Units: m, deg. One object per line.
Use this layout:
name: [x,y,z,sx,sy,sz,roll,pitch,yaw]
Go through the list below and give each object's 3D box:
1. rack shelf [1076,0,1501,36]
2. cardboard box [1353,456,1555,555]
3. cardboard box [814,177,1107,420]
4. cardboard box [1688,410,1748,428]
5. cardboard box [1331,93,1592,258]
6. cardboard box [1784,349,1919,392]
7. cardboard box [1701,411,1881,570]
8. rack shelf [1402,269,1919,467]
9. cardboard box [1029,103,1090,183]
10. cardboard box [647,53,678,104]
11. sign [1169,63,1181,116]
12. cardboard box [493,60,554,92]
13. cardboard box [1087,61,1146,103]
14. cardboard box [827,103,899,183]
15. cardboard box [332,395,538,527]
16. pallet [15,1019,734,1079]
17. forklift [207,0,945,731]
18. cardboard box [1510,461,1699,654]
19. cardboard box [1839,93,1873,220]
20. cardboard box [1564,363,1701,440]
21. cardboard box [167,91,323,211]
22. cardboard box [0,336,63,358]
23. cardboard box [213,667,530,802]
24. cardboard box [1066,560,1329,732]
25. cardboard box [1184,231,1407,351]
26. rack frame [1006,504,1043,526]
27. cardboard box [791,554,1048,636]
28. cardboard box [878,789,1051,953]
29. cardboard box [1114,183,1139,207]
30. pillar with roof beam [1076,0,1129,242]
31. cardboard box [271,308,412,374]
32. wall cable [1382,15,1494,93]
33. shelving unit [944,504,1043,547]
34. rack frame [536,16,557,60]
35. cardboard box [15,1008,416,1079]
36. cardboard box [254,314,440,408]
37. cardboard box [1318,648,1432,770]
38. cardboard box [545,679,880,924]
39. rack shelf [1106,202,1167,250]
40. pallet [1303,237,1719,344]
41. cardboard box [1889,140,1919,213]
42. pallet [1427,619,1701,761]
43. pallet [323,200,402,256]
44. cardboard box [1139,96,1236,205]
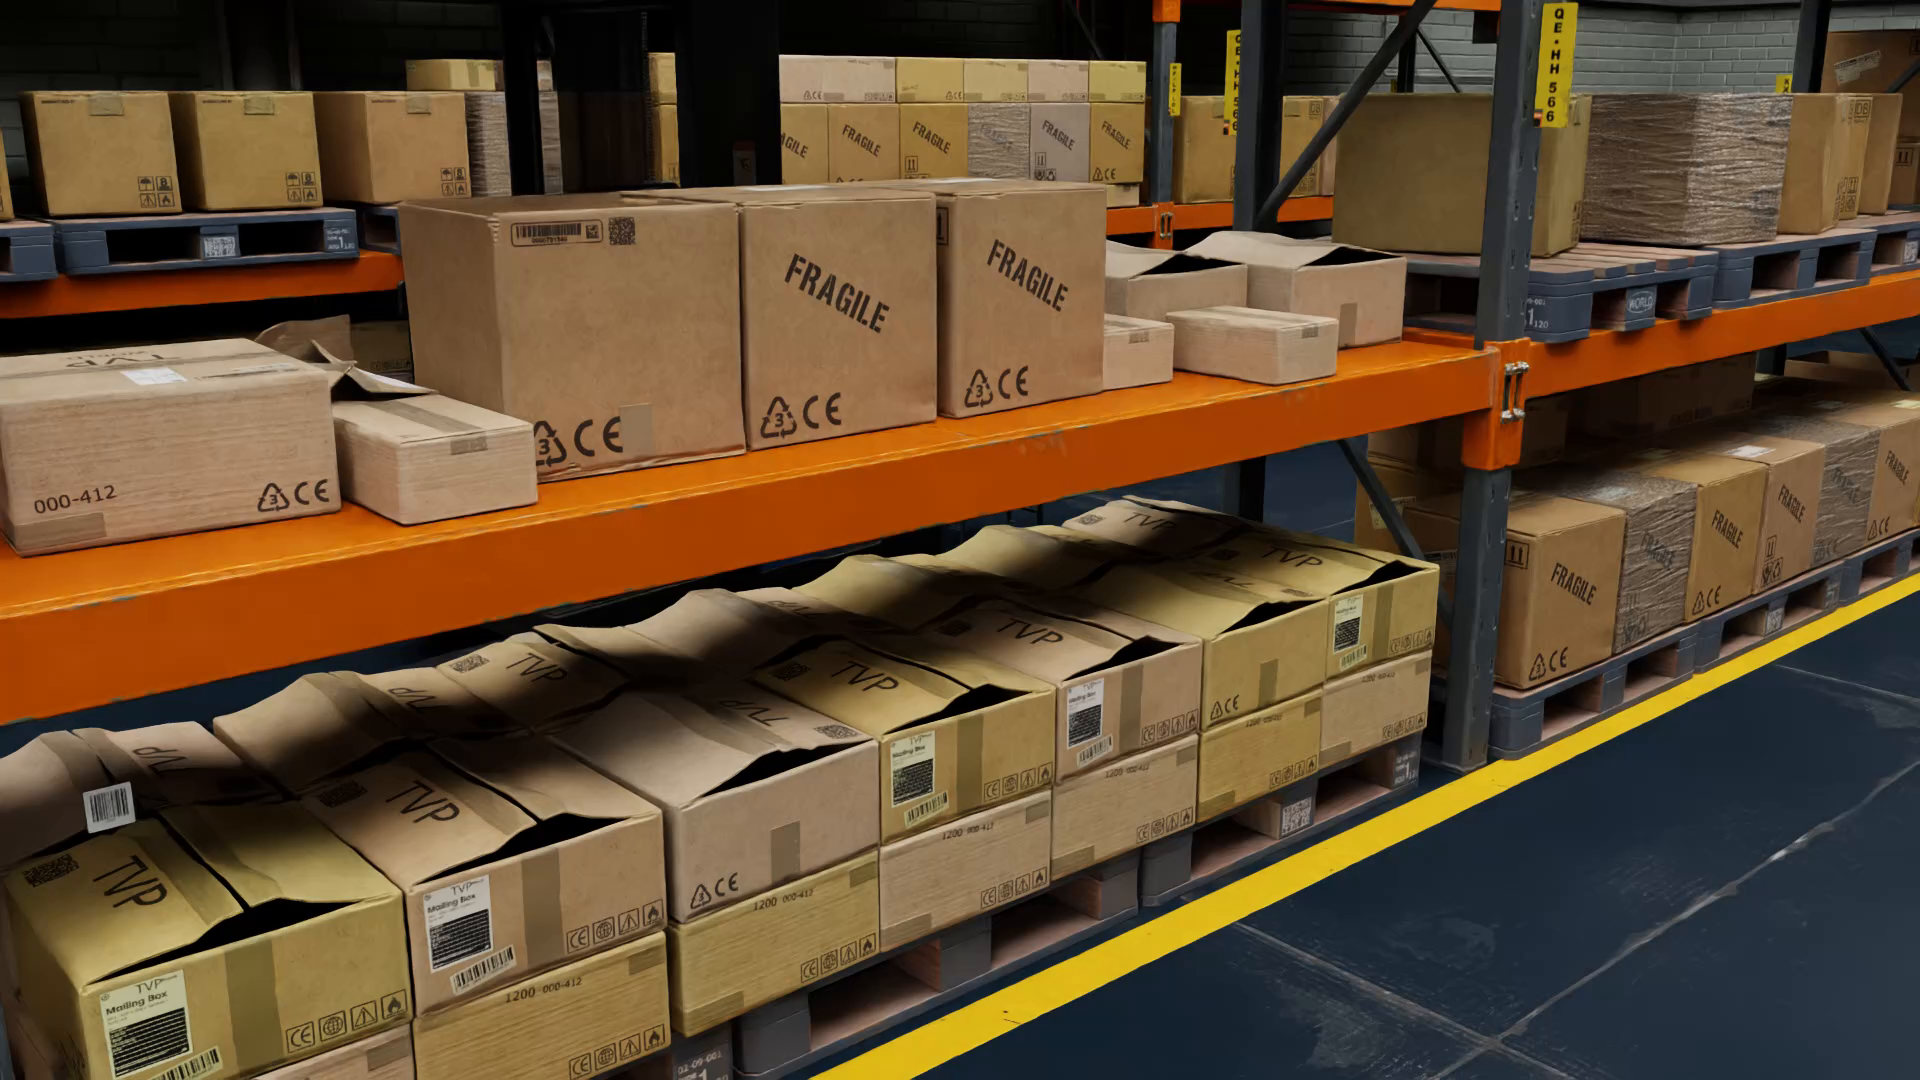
rack shelf: [2.525,-3.920,12.195,4.000,0.370,1.077,-13,19,-39]
cardboard box: [1.805,-0.047,6.106,0.500,0.500,0.500,-12,19,-37]
cardboard box: [-0.002,-0.599,3.987,0.500,0.500,0.500,-14,20,-42]
cardboard box: [2.969,-0.311,7.091,0.500,0.500,0.500,-12,19,-39]
cardboard box: [1.654,-1.218,5.490,0.700,0.500,0.500,8,17,28]
cardboard box: [4.514,-0.673,8.447,0.500,0.500,0.500,-13,19,-39]
cardboard box: [3.329,-0.214,6.731,0.500,0.500,0.500,-12,19,-39]
rack shelf: [2.762,-0.830,6.437,4.000,0.370,1.077,-13,19,-39]
cardboard box: [0.455,-2.466,10.360,0.500,0.500,0.500,-12,19,-39]
cardboard box: [-1.468,-2.398,8.651,0.500,0.250,0.500,-12,19,-38]
sign: [1.380,-2.897,10.692,0.005,0.325,0.100,-13,19,-39]
cardboard box: [-2.242,-2.312,8.290,0.380,0.149,0.250,13,20,40]
cardboard box: [0.832,-2.915,10.587,0.500,0.250,0.500,-12,19,-38]
cardboard box: [-0.691,-2.207,9.391,0.500,0.500,0.500,-13,20,-40]
cardboard box: [-0.962,-0.150,2.984,0.250,0.149,0.380,-13,19,-39]
pallet: [-1.234,1.054,3.395,1.213,0.211,1.003,-13,19,-39]
forklift: [-1.412,-0.999,5.811,1.130,2.935,3.031,13,20,39]
cardboard box: [2.175,0.046,5.758,0.500,0.500,0.500,-14,20,-41]
cardboard box: [3.289,-1.602,6.926,0.500,0.500,0.700,-9,17,-31]
cardboard box: [2.613,-0.594,6.700,0.500,0.250,0.500,-13,20,-40]
cardboard box: [-3.275,-1.766,7.502,0.500,0.500,0.700,-13,19,-39]
cardboard box: [-4.145,-0.695,7.077,0.500,0.250,0.500,-13,20,-41]
cardboard box: [-1.259,0.480,3.568,0.500,0.311,0.500,-12,19,-38]
cardboard box: [0.632,0.242,4.458,0.500,0.311,0.500,-13,20,-40]
cardboard box: [0.950,-0.742,4.888,0.500,0.311,0.500,-11,19,-36]
rack frame: [0.309,-0.649,7.855,0.015,1.200,0.240,-13,19,-39]
cardboard box: [-0.112,0.224,4.525,0.500,0.311,0.500,-13,20,-41]
cardboard box: [-0.138,0.684,3.891,0.500,0.250,0.500,-12,19,-38]
cardboard box: [0.947,-2.256,10.830,0.250,0.149,0.380,-12,19,-39]
pillar with roof beam: [3.802,-4.827,8.383,0.400,9.000,9.100,-13,19,-39]
cardboard box: [-2.982,-0.953,8.042,0.500,0.250,0.500,-12,19,-38]
wall cable: [4.379,-4.049,15.128,1.851,1.984,0.084,-13,19,-39]
shelving unit: [0.125,-0.608,7.700,0.503,1.200,0.258,-13,19,-39]
rack frame: [-2.001,-1.802,8.684,0.127,3.000,1.000,-13,19,-39]
cardboard box: [-1.298,0.945,2.915,0.500,0.250,0.500,-13,20,-41]
cardboard box: [-1.222,-0.280,3.248,0.258,0.266,0.396,-13,20,-41]
cardboard box: [1.016,0.424,4.865,0.500,0.250,0.500,-12,19,-38]
cardboard box: [-0.518,0.501,3.491,0.500,0.311,0.500,-14,20,-41]
rack shelf: [-0.493,-1.793,10.045,4.000,0.370,1.077,-13,19,-39]
pallet: [1.718,-0.874,5.582,1.003,0.211,1.213,-13,19,-39]
cardboard box: [4.479,-1.699,8.104,0.500,0.500,0.500,-12,19,-38]
pallet: [1.841,0.390,5.882,1.213,0.211,1.003,-13,19,-39]
pallet: [-2.469,-1.568,8.179,1.003,0.211,1.213,-13,19,-39]
cardboard box: [1.436,-2.713,11.514,0.700,0.700,0.980,-12,19,-39]
